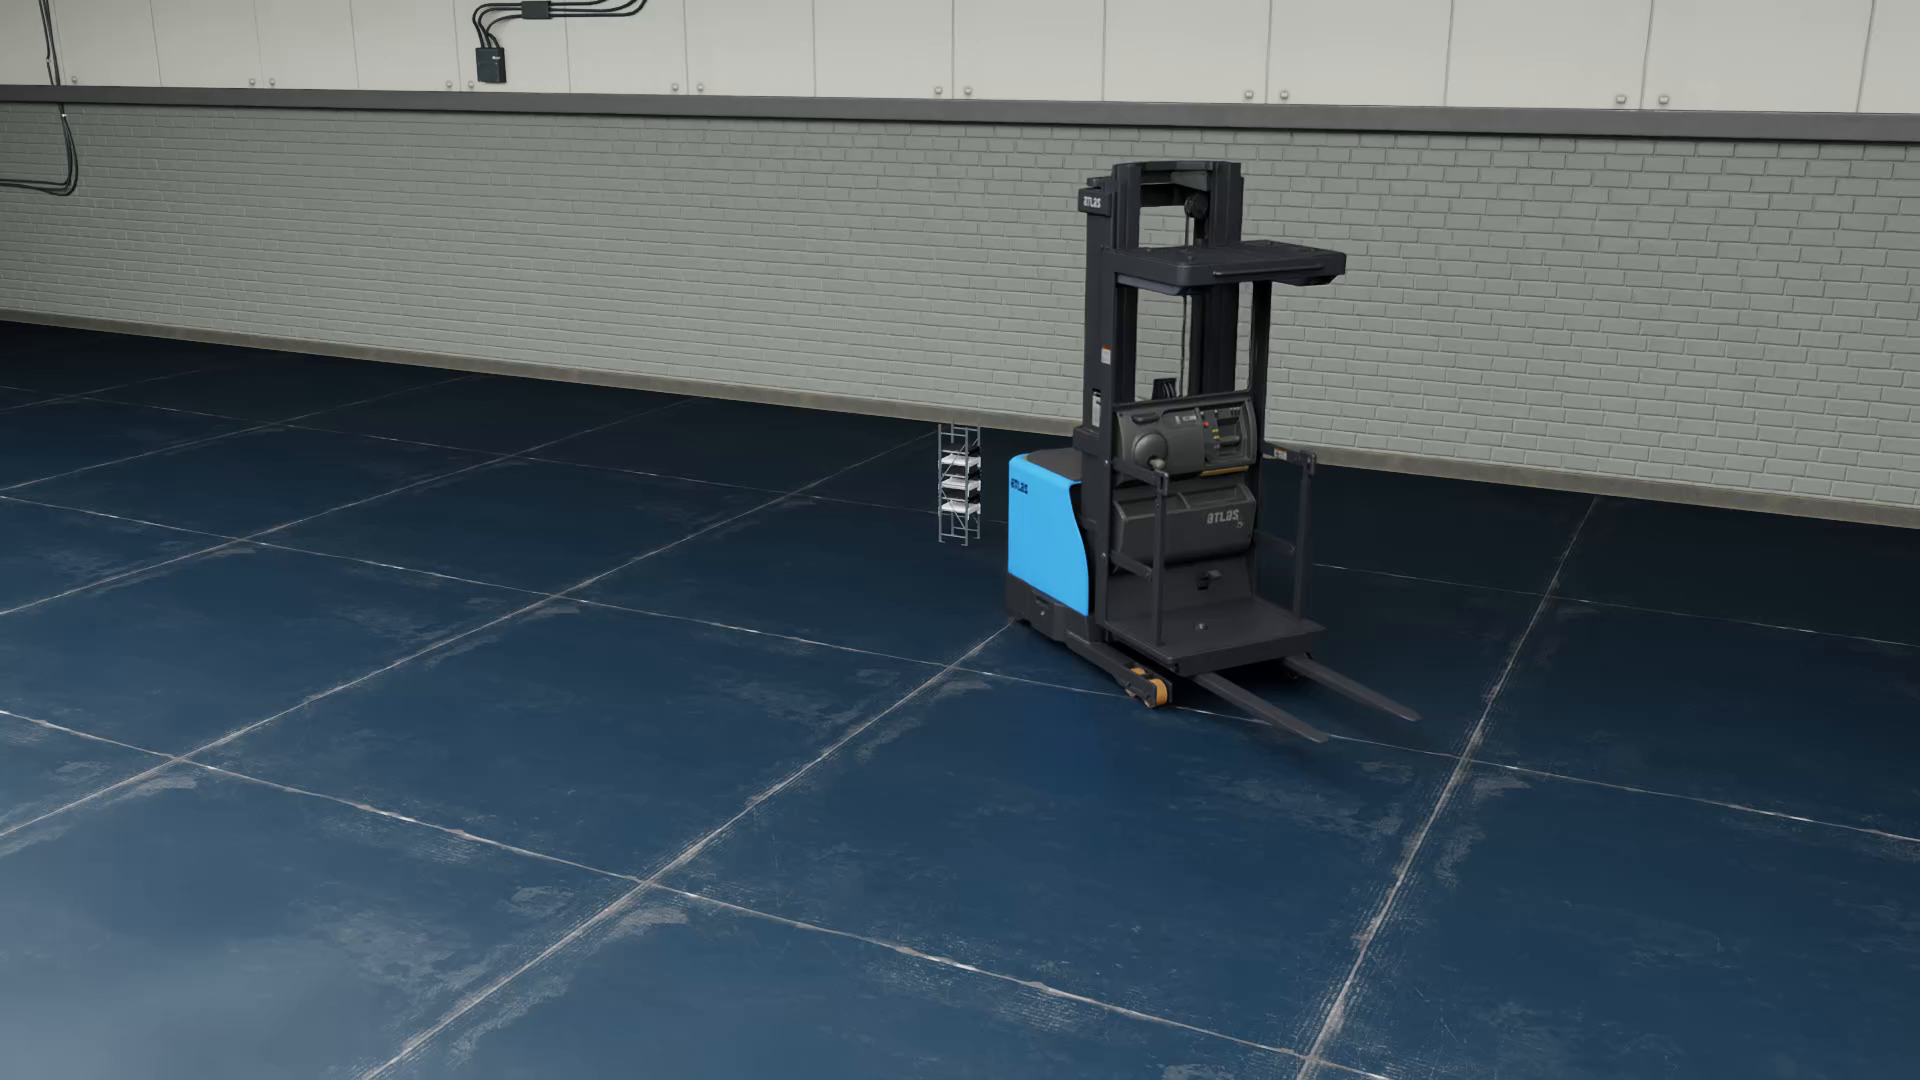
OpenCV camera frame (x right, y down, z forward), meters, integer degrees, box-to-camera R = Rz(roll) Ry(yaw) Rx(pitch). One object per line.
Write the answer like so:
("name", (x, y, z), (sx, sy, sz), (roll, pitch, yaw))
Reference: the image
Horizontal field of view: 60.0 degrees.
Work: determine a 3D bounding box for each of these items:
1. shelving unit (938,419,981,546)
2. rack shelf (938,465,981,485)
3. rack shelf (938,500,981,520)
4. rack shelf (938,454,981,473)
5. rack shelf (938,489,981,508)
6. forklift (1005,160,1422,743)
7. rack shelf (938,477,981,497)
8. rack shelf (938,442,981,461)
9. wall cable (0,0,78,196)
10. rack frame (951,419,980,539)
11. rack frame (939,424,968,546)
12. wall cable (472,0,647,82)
("shelving unit", (-0.004, -0.429, 12.389), (0.258, 0.900, 0.210), (8, 18, 25))
("rack shelf", (-0.004, -0.484, 12.373), (0.258, 0.077, 0.200), (8, 18, 25))
("rack shelf", (-0.004, -0.225, 12.450), (0.258, 0.077, 0.200), (8, 18, 25))
("rack shelf", (-0.004, -0.570, 12.348), (0.258, 0.077, 0.200), (8, 18, 25))
("rack shelf", (-0.004, -0.311, 12.424), (0.258, 0.077, 0.200), (8, 18, 25))
("forklift", (1.412, -0.604, 9.411), (1.130, 2.935, 3.031), (-8, 18, -26))
("rack shelf", (-0.004, -0.397, 12.399), (0.258, 0.077, 0.200), (8, 18, 25))
("rack shelf", (-0.004, -0.656, 12.322), (0.258, 0.077, 0.200), (8, 18, 25))
("wall cable", (-12.606, -5.742, 21.506), (3.097, 2.526, 0.112), (8, 18, 25))
("rack frame", (0.042, -0.455, 12.476), (0.240, 0.900, 0.006), (8, 18, 25))
("rack frame", (-0.049, -0.403, 12.302), (0.240, 0.900, 0.006), (8, 18, 25))
("wall cable", (-4.120, -7.649, 16.500), (2.305, 6.003, 0.169), (8, 18, 25))
